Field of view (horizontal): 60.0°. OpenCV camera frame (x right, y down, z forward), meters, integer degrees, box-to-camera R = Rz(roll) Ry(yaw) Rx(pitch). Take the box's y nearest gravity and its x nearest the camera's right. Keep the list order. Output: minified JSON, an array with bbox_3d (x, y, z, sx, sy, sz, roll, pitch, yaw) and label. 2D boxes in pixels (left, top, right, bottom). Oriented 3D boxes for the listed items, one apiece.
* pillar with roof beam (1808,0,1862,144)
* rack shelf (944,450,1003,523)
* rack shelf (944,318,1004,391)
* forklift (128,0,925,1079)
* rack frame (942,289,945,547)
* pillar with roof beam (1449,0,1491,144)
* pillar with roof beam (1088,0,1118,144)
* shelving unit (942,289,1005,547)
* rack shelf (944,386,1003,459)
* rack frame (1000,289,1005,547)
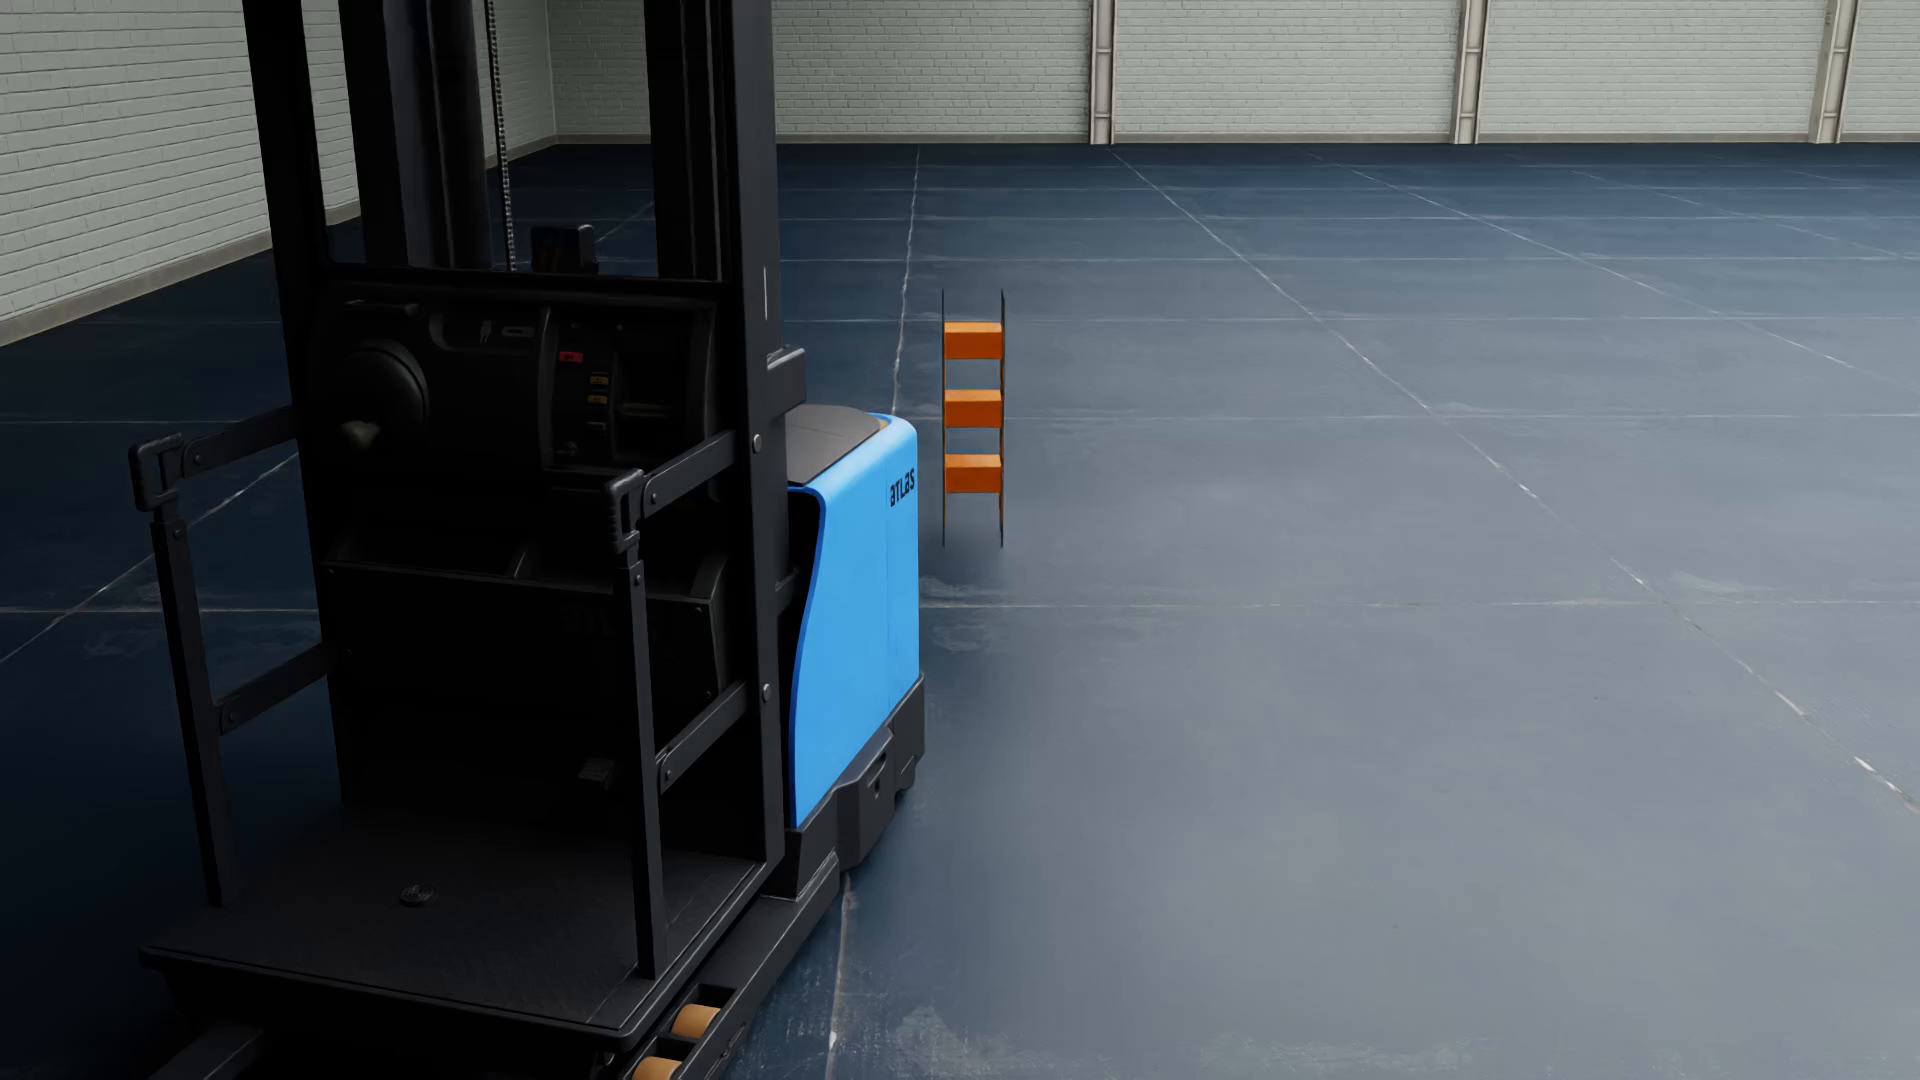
[{"bbox_3d":[14.395,-9.565,22.133,0.400,9.000,9.100,0,18,-1],"label":"pillar with roof beam"},{"bbox_3d":[0.053,-0.225,6.976,0.240,0.259,0.215,0,18,-1],"label":"rack shelf"},{"bbox_3d":[0.053,-0.760,6.805,0.240,0.259,0.215,0,18,-1],"label":"rack shelf"},{"bbox_3d":[-1.000,-0.330,3.277,1.130,2.935,3.031,5,18,15],"label":"forklift"},{"bbox_3d":[-0.068,-0.500,6.886,0.008,1.050,0.200,0,18,-1],"label":"rack frame"},{"bbox_3d":[8.396,-9.536,22.043,0.400,9.000,9.100,0,18,-1],"label":"pillar with roof beam"},{"bbox_3d":[2.396,-9.507,21.953,0.400,9.000,9.100,0,18,-1],"label":"pillar with roof beam"},{"bbox_3d":[0.053,-0.500,6.888,0.252,1.050,0.215,0,18,-1],"label":"shelving unit"},{"bbox_3d":[0.053,-0.490,6.891,0.240,0.259,0.215,0,18,-1],"label":"rack shelf"},{"bbox_3d":[0.175,-0.501,6.890,0.008,1.050,0.200,0,18,-1],"label":"rack frame"}]
